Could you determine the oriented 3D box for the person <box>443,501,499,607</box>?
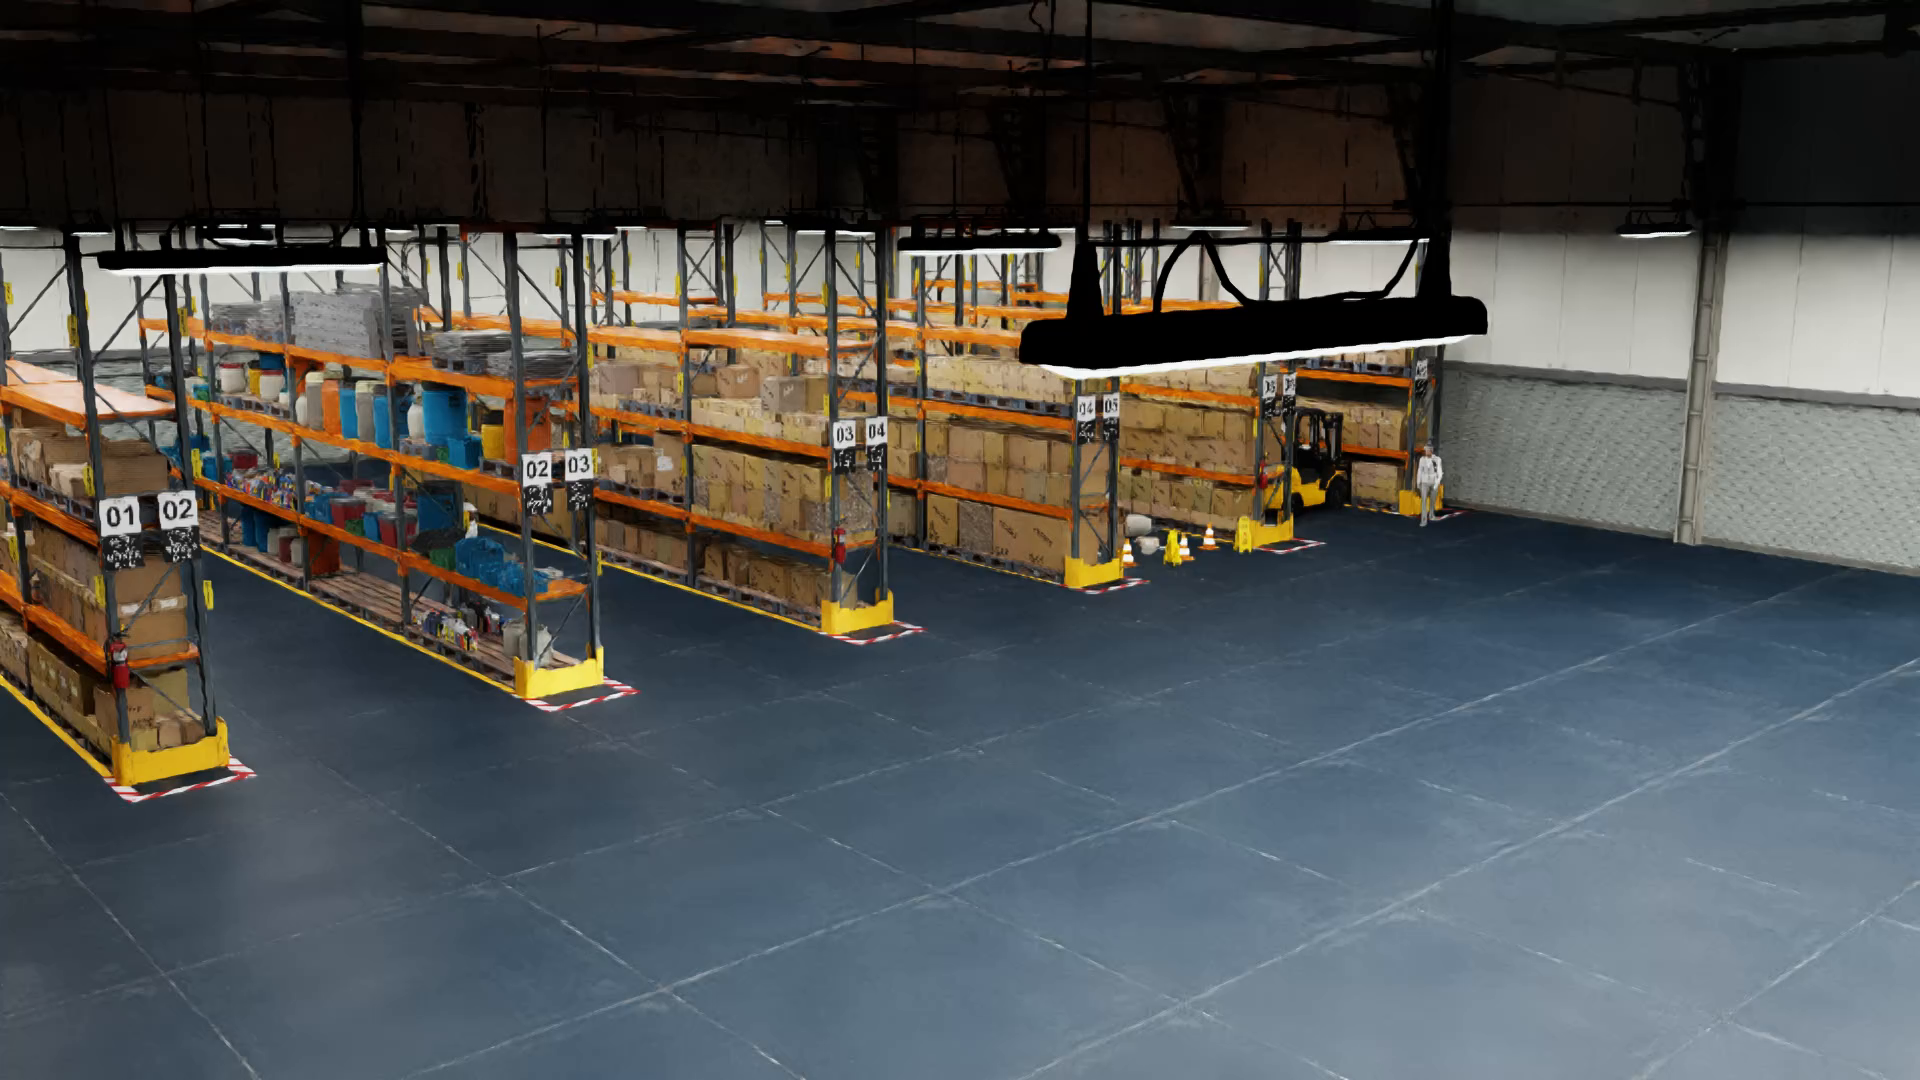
[{"bbox_3d":[-7.877,0.215,26.446,0.801,1.697,0.690,6,13,28],"label":"person"}]

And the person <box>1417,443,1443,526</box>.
[{"bbox_3d":[9.411,-1.138,33.317,0.496,1.658,0.677,4,12,20],"label":"person"}]
